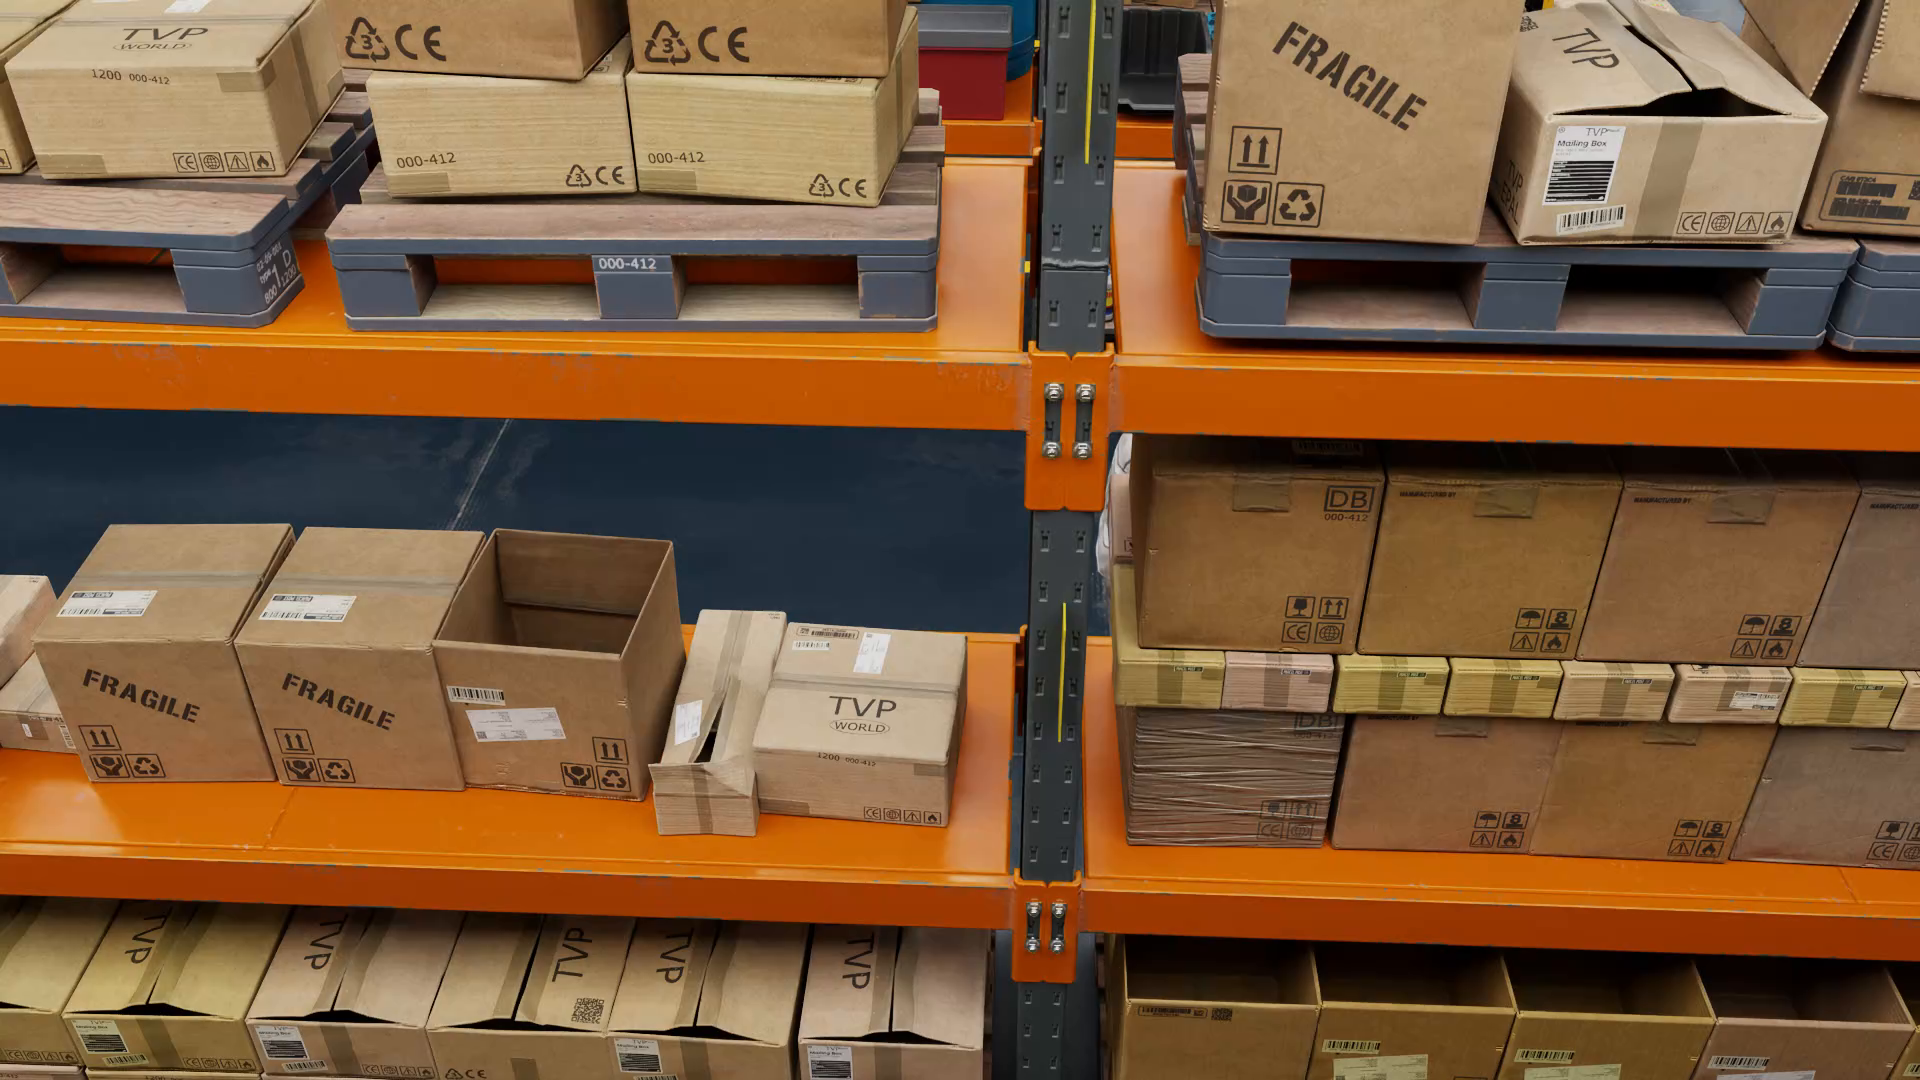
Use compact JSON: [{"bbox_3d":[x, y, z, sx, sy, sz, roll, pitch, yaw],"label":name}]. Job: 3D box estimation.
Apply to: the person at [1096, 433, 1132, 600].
[{"bbox_3d":[0.676,0.096,6.011,0.371,1.663,0.530,2,36,3],"label":"person"}]
